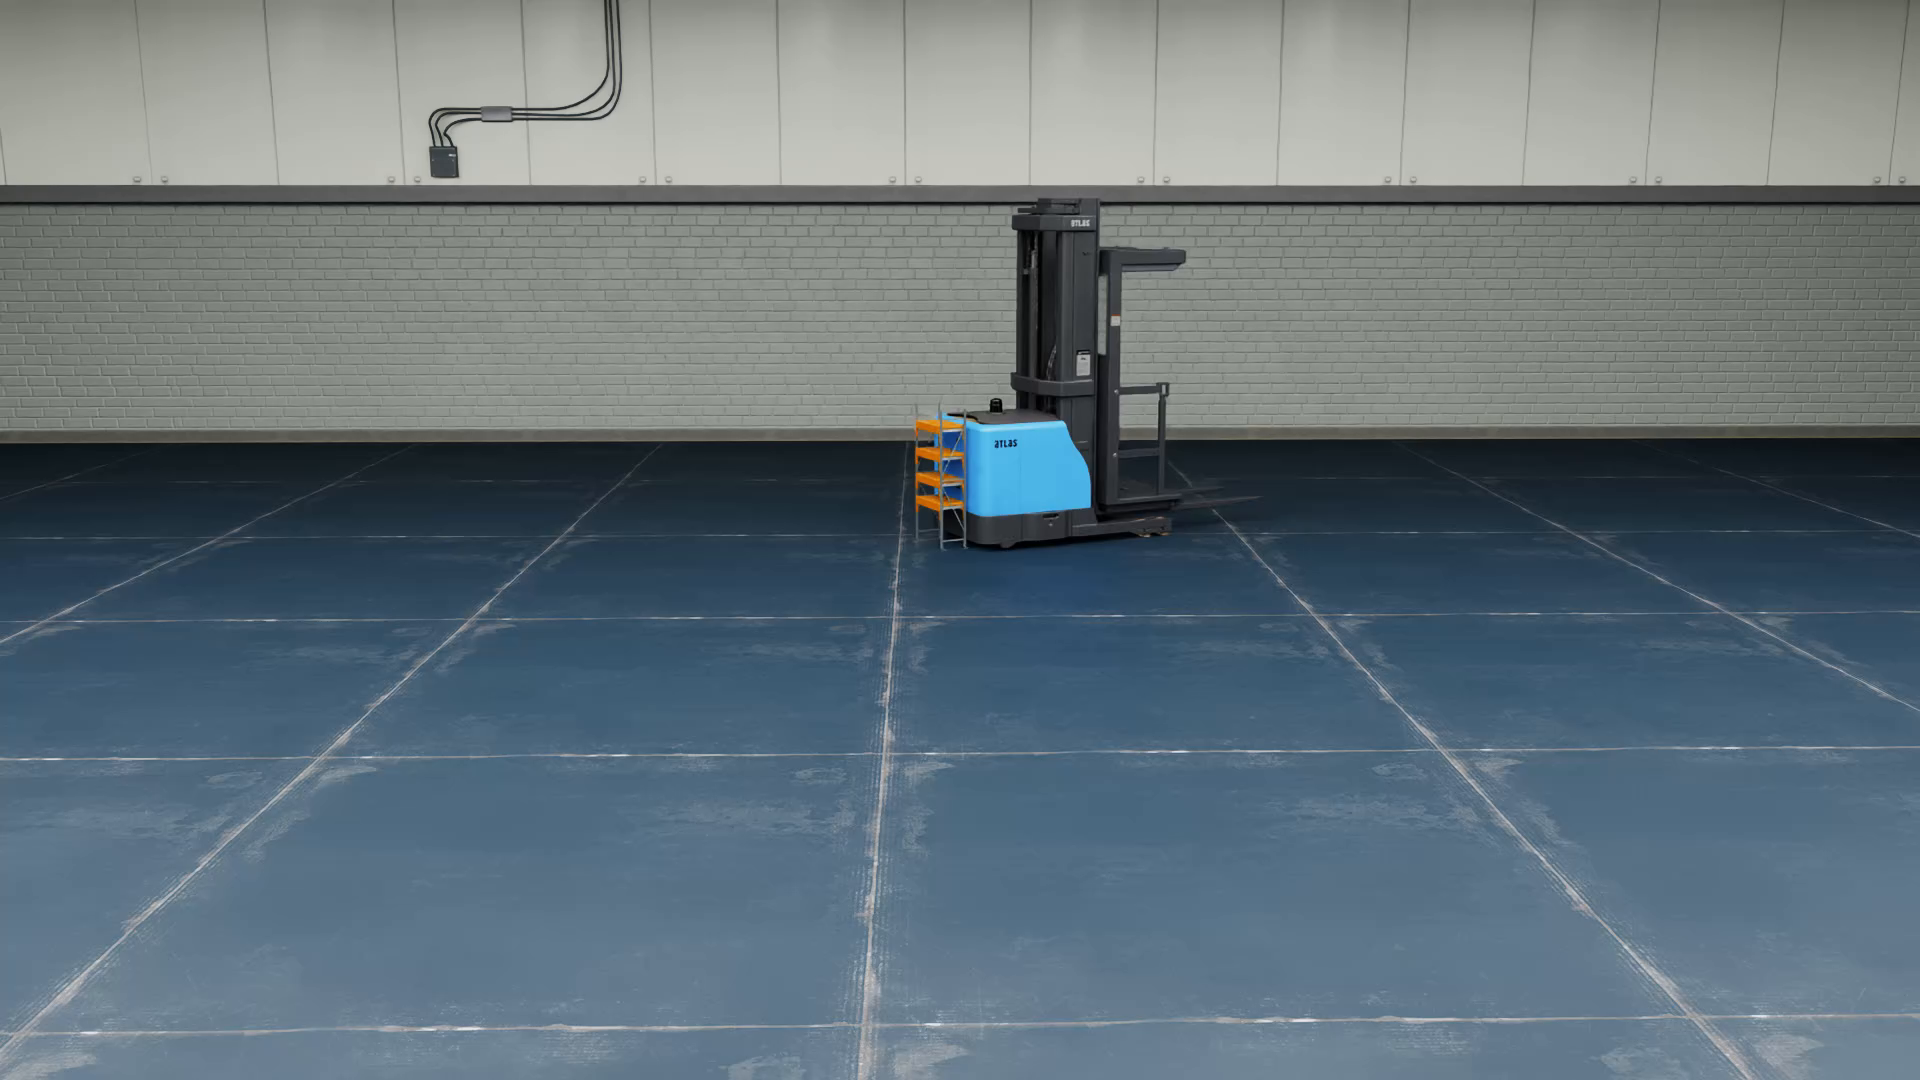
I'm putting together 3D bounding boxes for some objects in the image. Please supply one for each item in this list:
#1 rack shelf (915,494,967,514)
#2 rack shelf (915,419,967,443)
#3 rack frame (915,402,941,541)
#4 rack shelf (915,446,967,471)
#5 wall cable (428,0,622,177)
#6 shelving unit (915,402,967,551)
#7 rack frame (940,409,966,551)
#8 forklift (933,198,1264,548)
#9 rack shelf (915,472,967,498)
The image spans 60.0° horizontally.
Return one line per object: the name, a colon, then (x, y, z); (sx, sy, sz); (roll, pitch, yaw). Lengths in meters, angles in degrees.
rack shelf: (-0.166, -0.287, 14.295); (0.258, 0.148, 0.480); (-6, 13, -26)
rack shelf: (-0.166, -0.933, 14.164); (0.258, 0.148, 0.480); (-6, 13, -26)
rack frame: (-0.276, -0.591, 14.456); (0.240, 1.200, 0.015); (-6, 13, -26)
rack shelf: (-0.166, -0.701, 14.211); (0.258, 0.148, 0.480); (-6, 13, -26)
wall cable: (-5.153, -7.284, 19.276); (2.305, 6.003, 0.169); (0, 11, -1)
shelving unit: (-0.166, -0.548, 14.242); (0.258, 1.200, 0.503); (-6, 13, -26)
rack frame: (-0.057, -0.505, 14.029); (0.240, 1.200, 0.015); (-6, 13, -26)
forklift: (1.315, -1.545, 14.803); (3.031, 2.935, 1.130); (-6, 13, -26)
rack shelf: (-0.166, -0.482, 14.256); (0.258, 0.148, 0.480); (-6, 13, -26)
